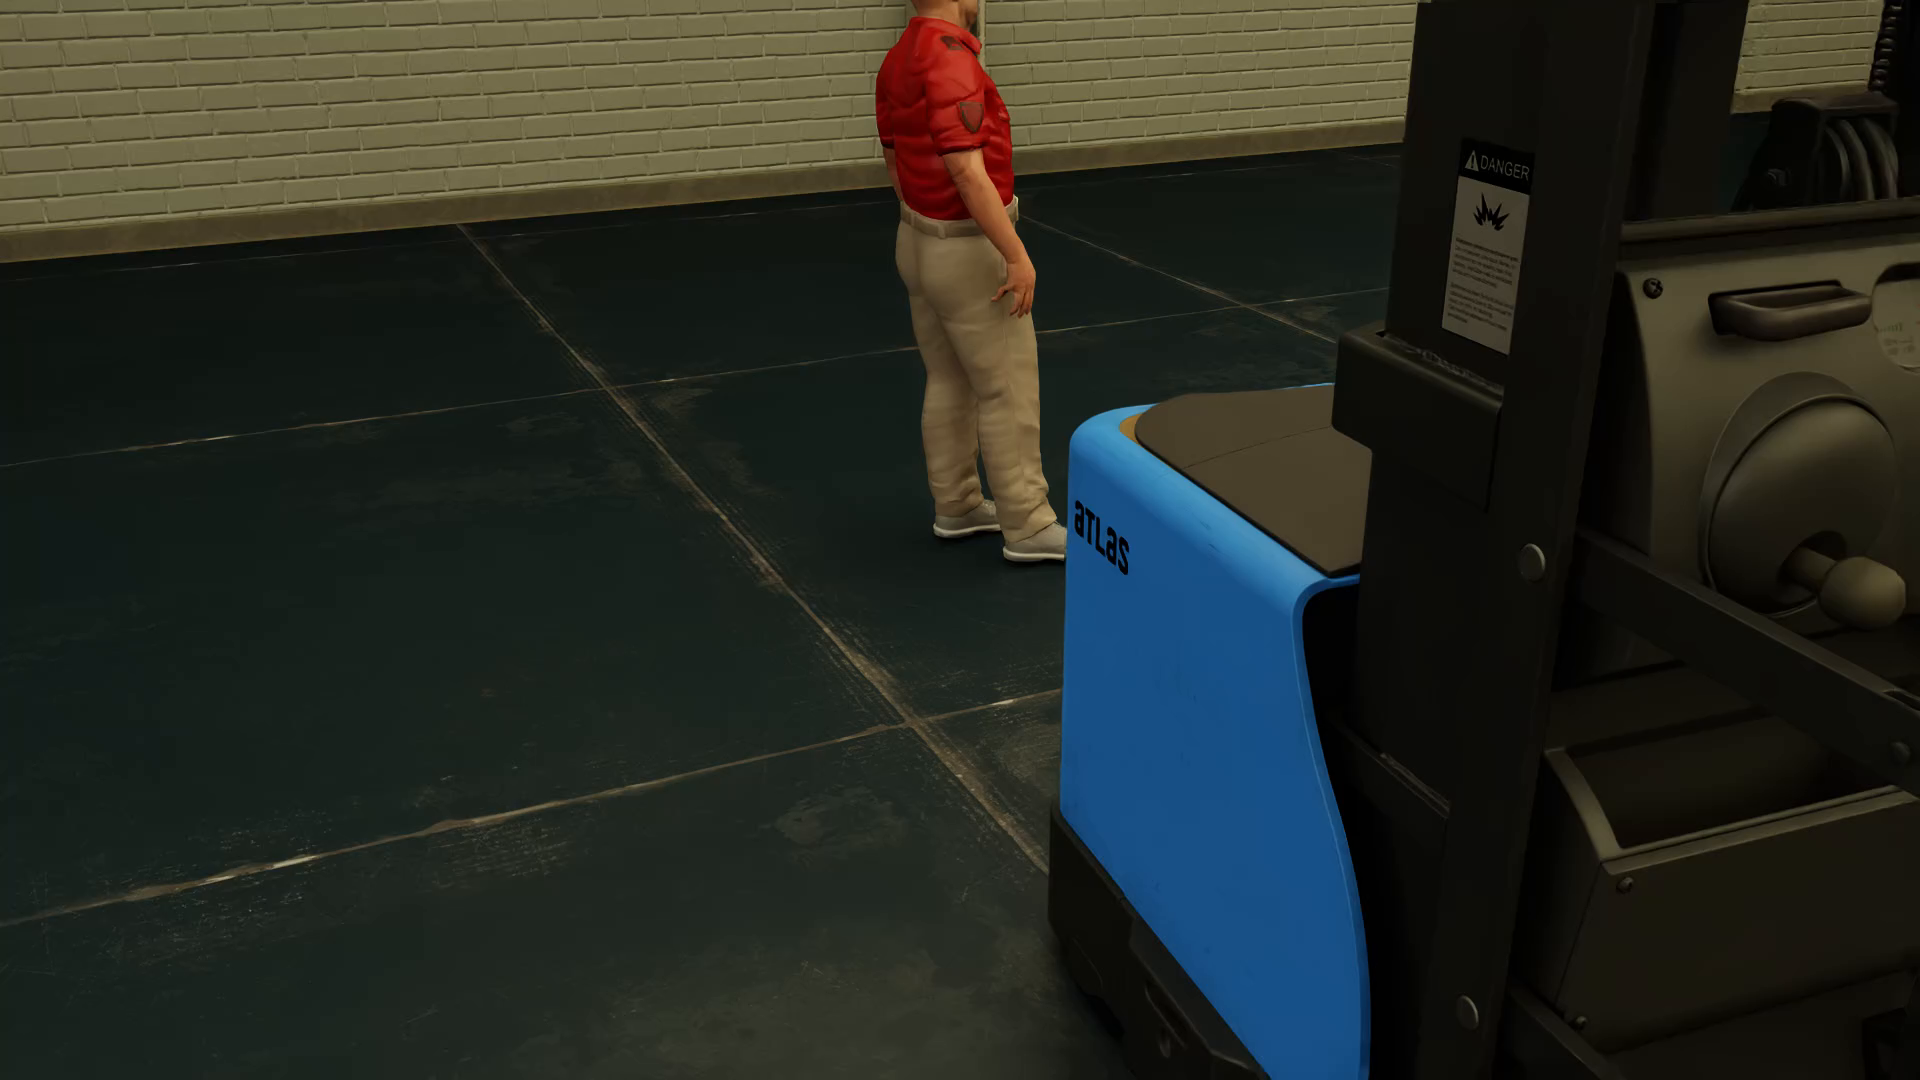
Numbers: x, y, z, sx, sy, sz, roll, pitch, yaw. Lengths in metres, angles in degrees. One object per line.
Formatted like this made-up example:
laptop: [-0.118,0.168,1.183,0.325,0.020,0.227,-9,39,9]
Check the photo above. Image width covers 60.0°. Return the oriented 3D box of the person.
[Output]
person: [0.086,-0.815,4.797,0.551,1.727,0.640,-10,25,-23]

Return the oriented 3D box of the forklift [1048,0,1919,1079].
forklift: [1.158,-0.117,1.567,1.130,2.935,3.031,-8,24,-19]
